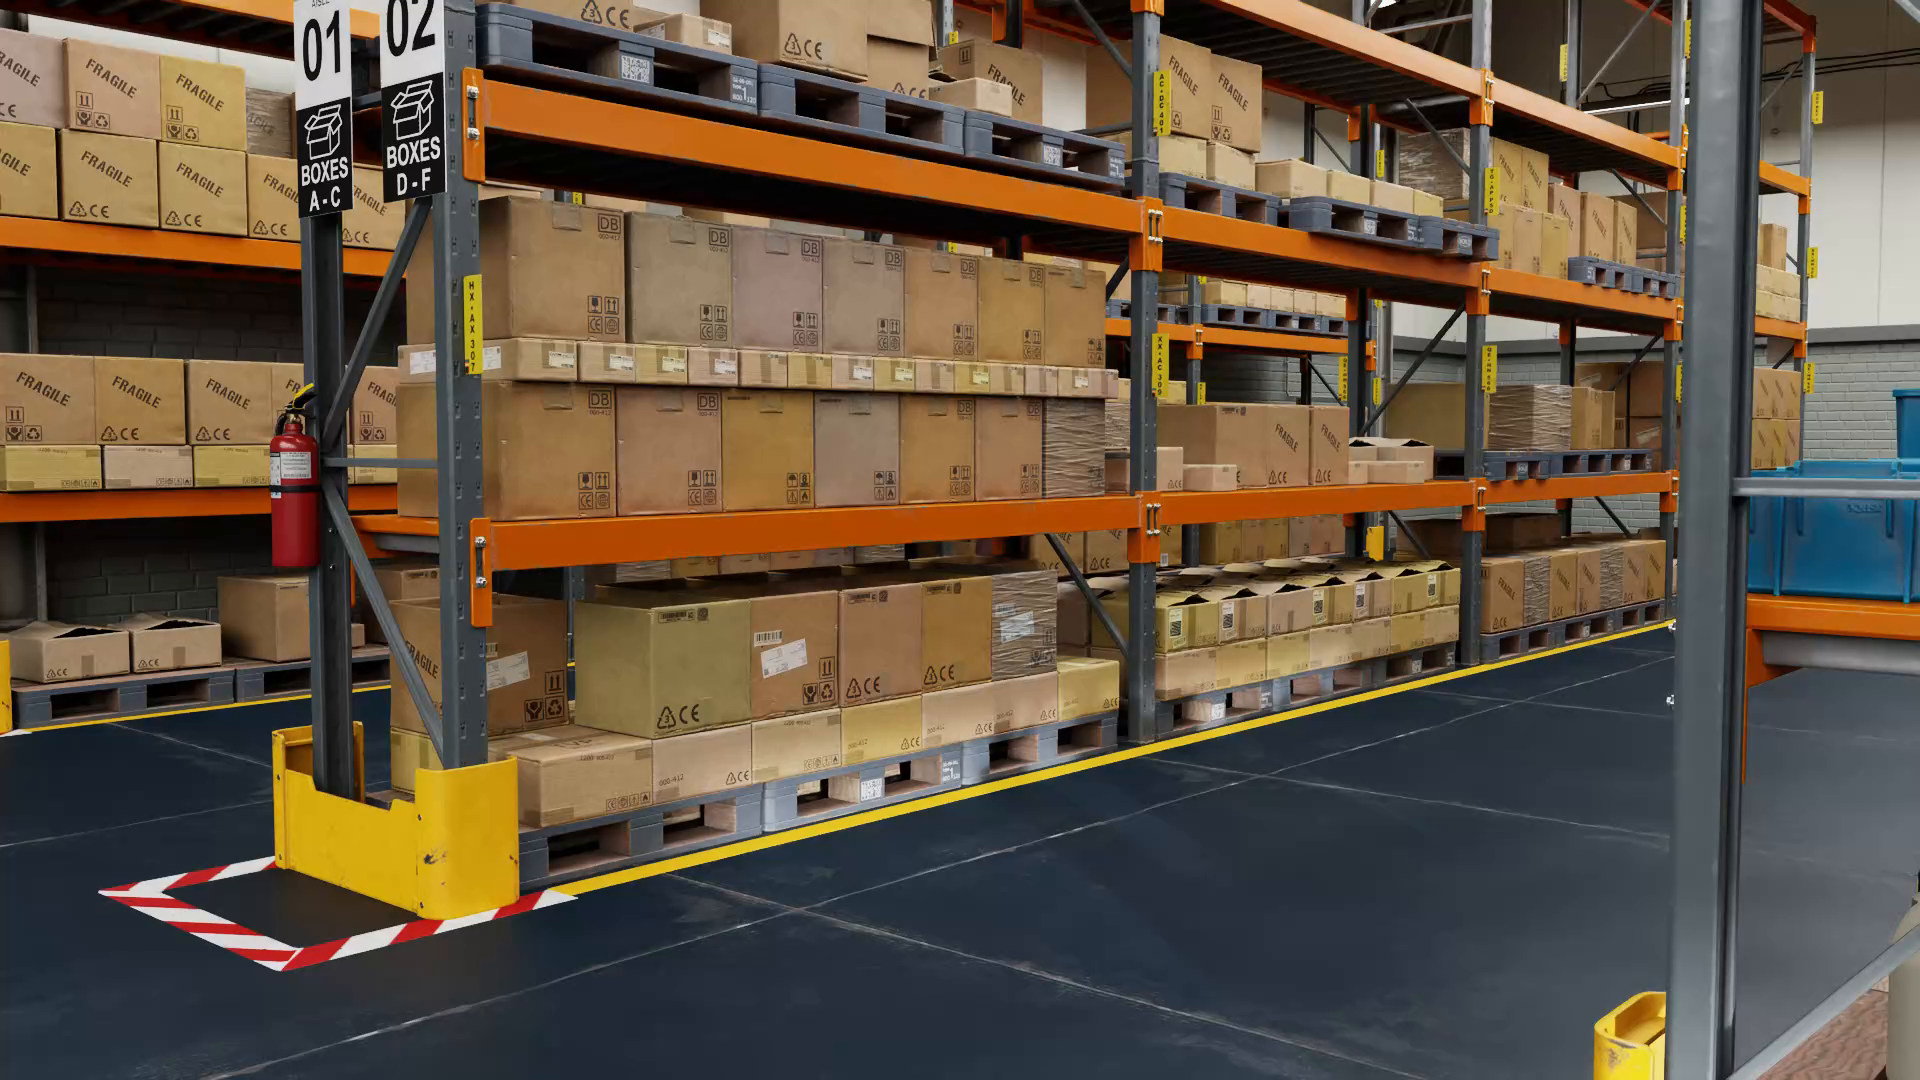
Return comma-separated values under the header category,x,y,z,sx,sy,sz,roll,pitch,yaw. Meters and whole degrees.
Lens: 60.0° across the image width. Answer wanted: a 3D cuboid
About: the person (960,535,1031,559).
category,x,y,z,sx,sy,sz,roll,pitch,yaw
person,0.271,-0.074,13.295,0.606,1.742,0.537,3,4,40
